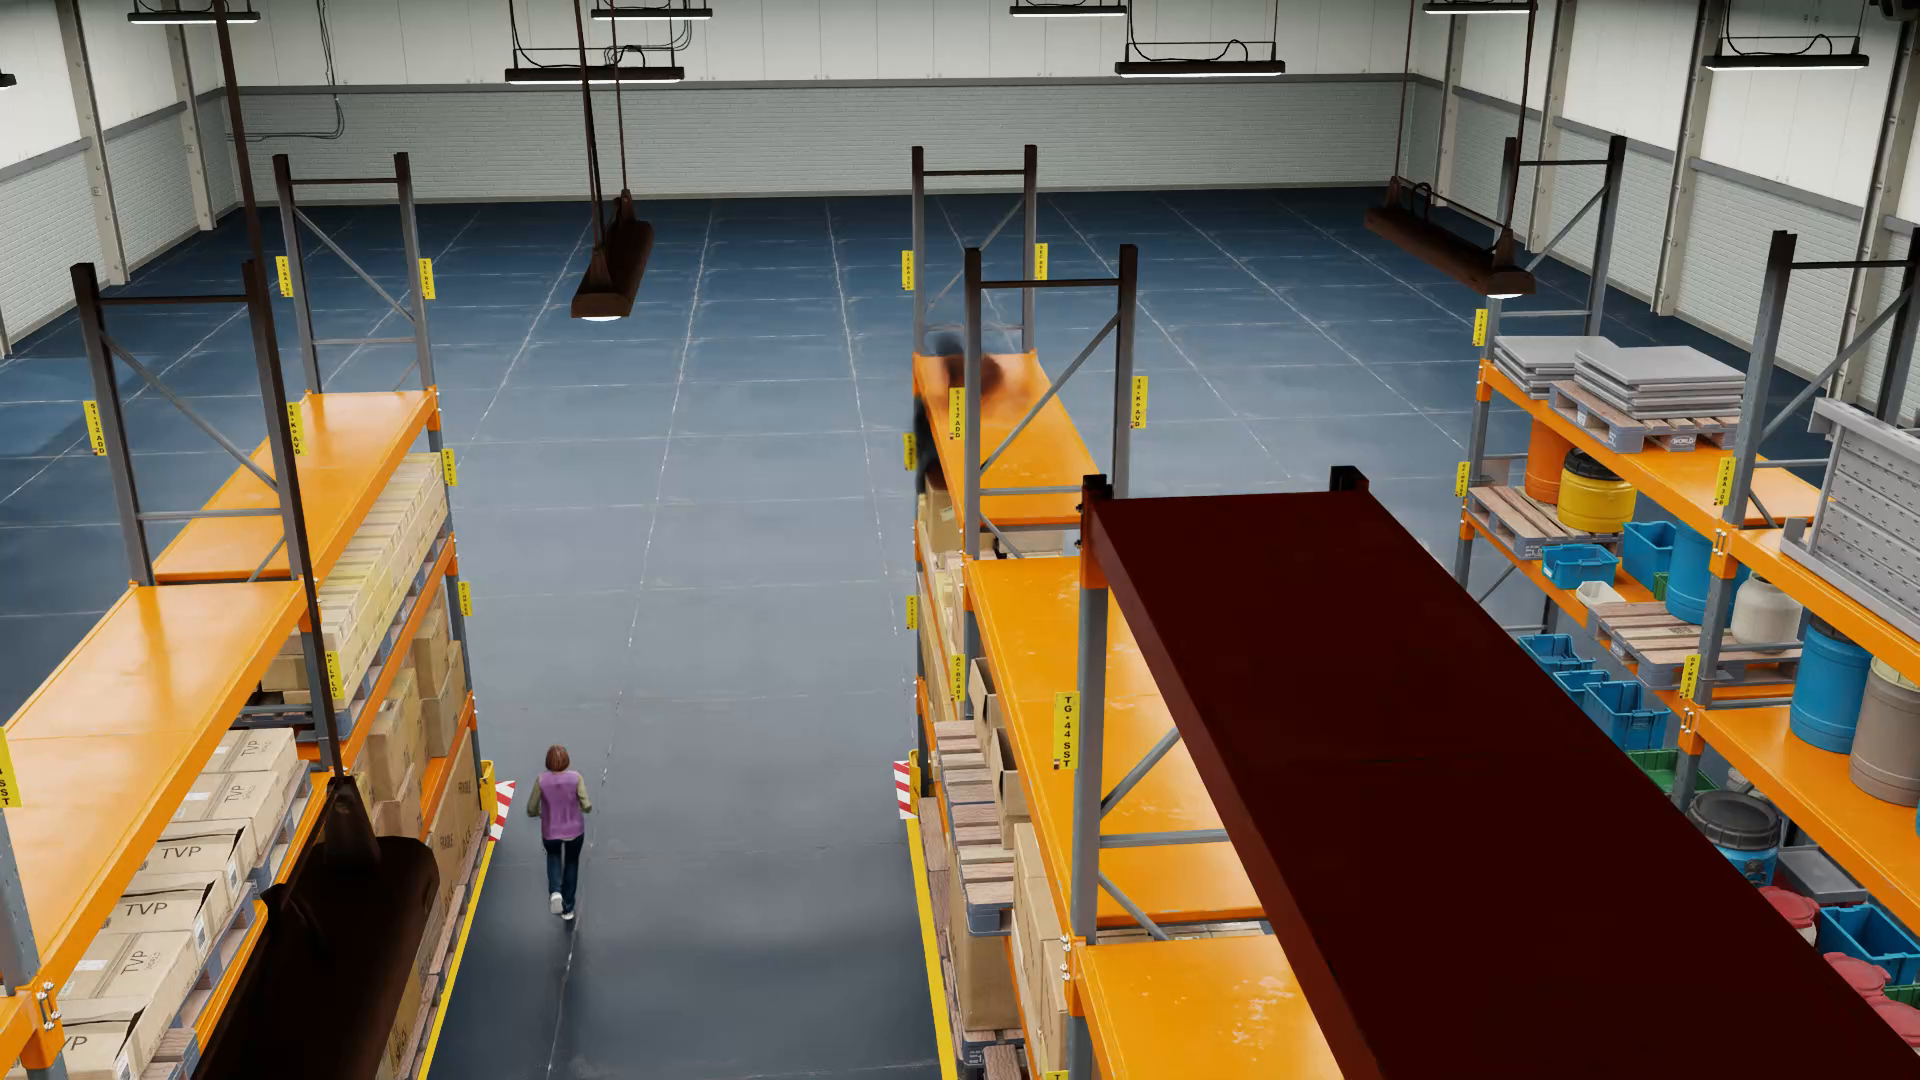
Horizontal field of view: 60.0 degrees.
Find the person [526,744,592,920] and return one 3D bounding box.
[{"bbox_3d":[-3.240,2.364,13.556,0.512,1.554,0.530,-4,22,-9],"label":"person"}]

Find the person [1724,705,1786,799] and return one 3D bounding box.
[{"bbox_3d":[6.736,2.046,14.090,0.668,1.760,0.868,-4,22,-9],"label":"person"}]
